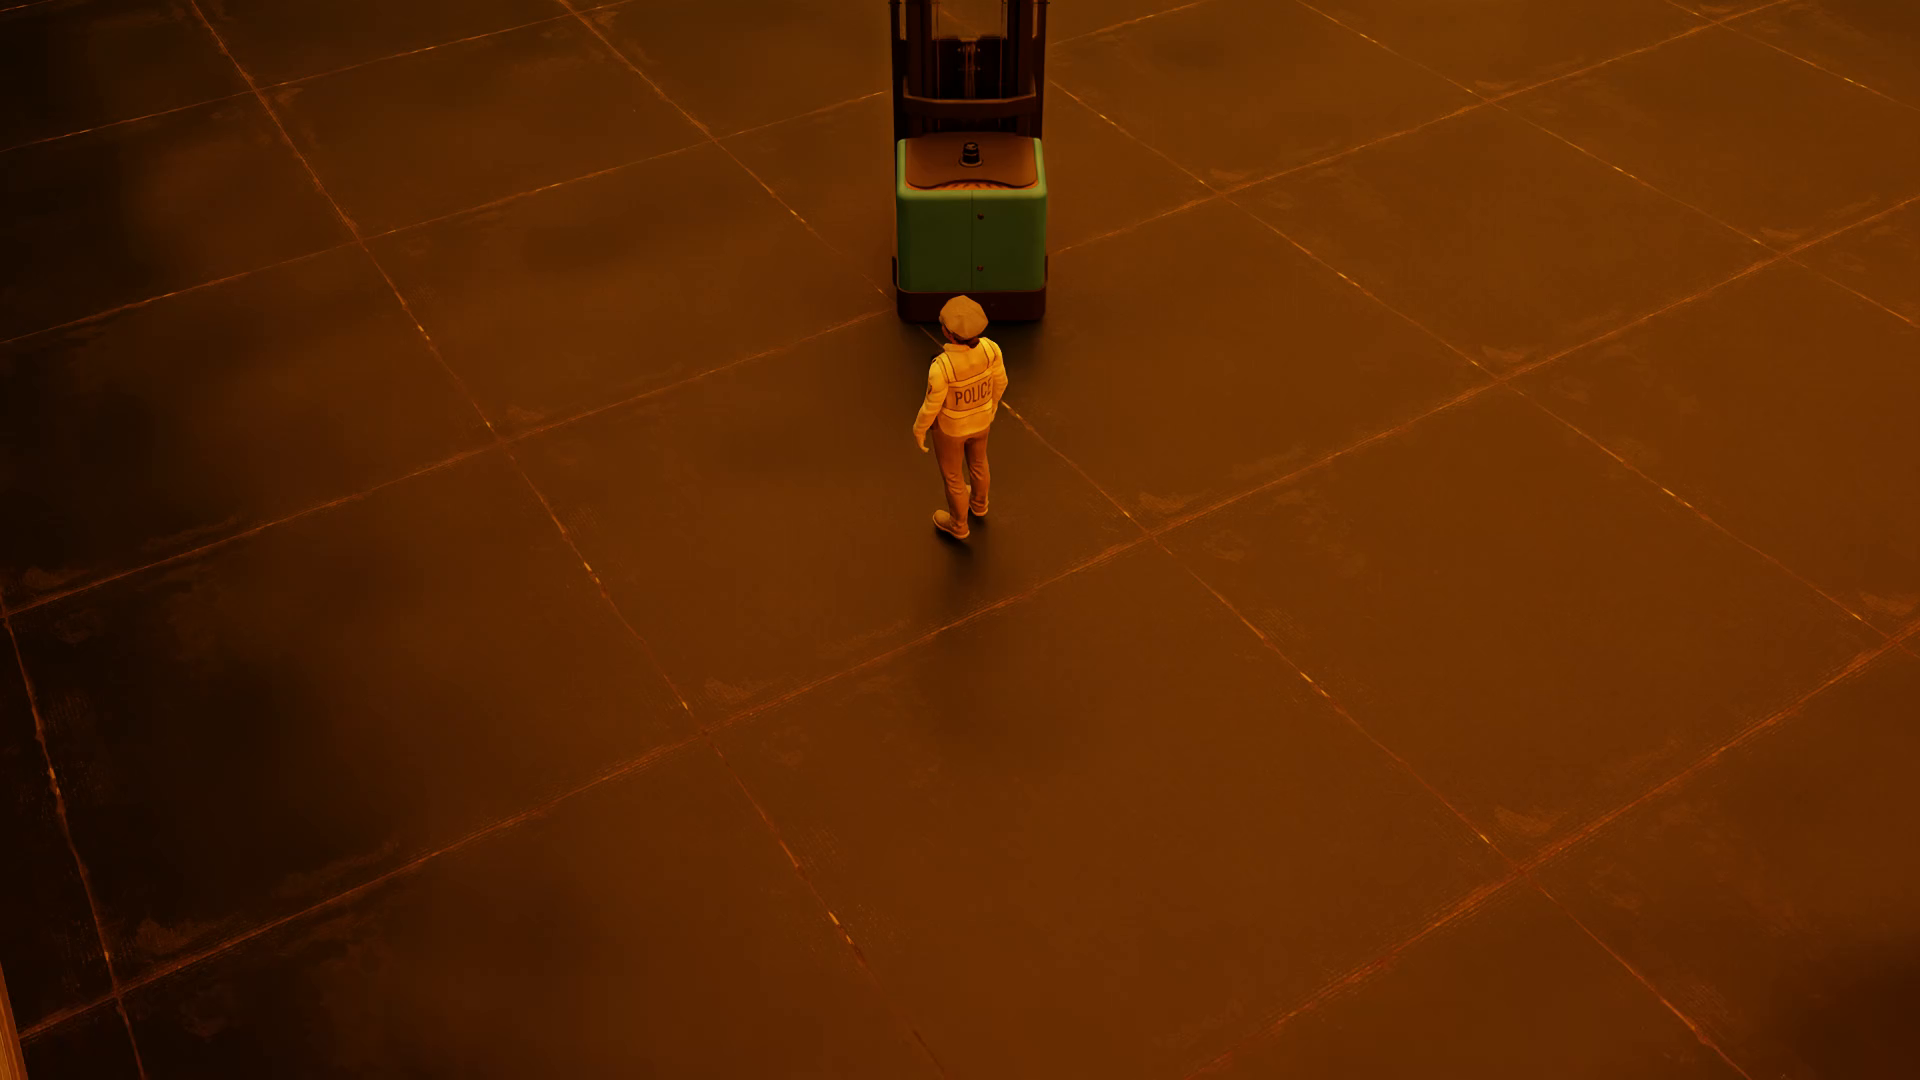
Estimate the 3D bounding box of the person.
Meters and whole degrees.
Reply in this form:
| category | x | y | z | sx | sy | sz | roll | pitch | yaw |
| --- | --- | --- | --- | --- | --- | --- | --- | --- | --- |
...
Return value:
| category | x | y | z | sx | sy | sz | roll | pitch | yaw |
| --- | --- | --- | --- | --- | --- | --- | --- | --- | --- |
| person | -0.031 | -0.713 | 9.554 | 0.587 | 1.696 | 0.534 | -23 | 46 | -24 |

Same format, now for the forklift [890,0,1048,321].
| category | x | y | z | sx | sy | sz | roll | pitch | yaw |
| --- | --- | --- | --- | --- | --- | --- | --- | --- | --- |
| forklift | 0.053 | -3.596 | 11.986 | 1.130 | 2.935 | 3.031 | -1 | 41 | -1 |
